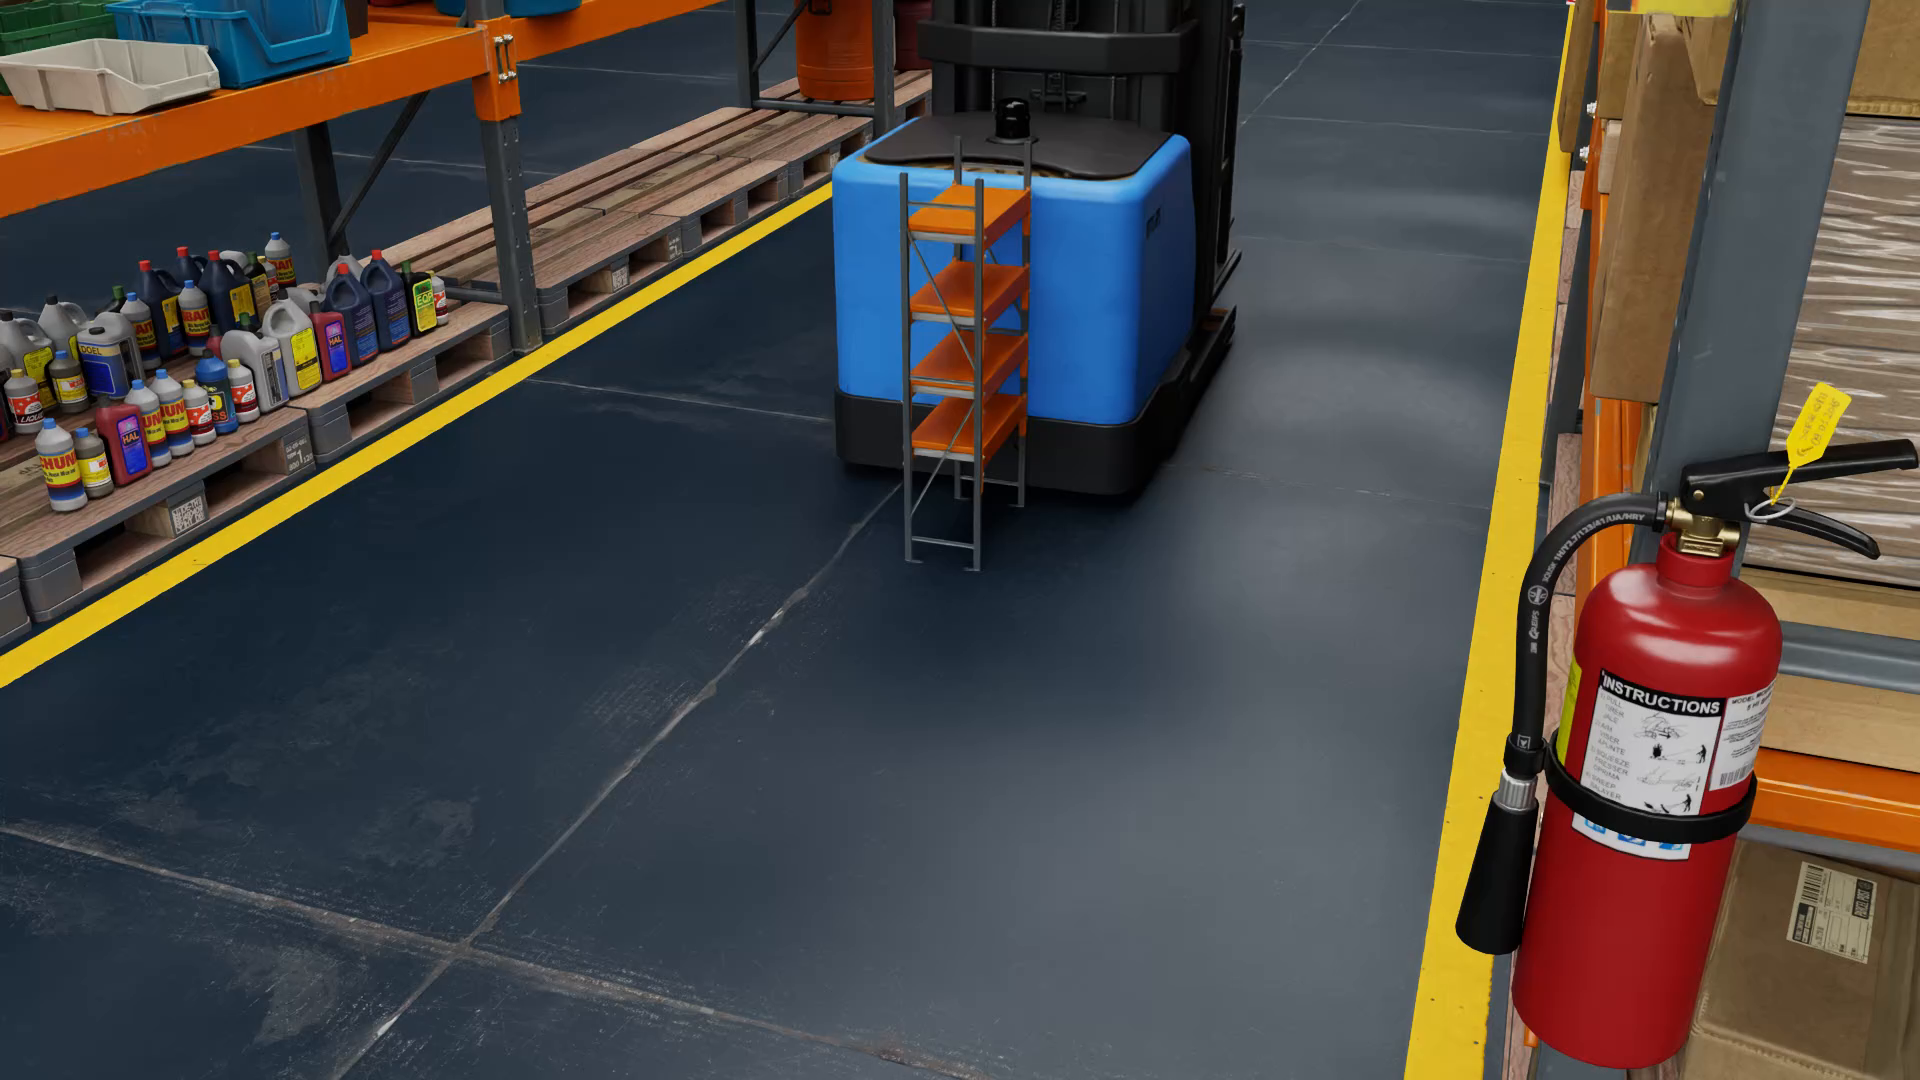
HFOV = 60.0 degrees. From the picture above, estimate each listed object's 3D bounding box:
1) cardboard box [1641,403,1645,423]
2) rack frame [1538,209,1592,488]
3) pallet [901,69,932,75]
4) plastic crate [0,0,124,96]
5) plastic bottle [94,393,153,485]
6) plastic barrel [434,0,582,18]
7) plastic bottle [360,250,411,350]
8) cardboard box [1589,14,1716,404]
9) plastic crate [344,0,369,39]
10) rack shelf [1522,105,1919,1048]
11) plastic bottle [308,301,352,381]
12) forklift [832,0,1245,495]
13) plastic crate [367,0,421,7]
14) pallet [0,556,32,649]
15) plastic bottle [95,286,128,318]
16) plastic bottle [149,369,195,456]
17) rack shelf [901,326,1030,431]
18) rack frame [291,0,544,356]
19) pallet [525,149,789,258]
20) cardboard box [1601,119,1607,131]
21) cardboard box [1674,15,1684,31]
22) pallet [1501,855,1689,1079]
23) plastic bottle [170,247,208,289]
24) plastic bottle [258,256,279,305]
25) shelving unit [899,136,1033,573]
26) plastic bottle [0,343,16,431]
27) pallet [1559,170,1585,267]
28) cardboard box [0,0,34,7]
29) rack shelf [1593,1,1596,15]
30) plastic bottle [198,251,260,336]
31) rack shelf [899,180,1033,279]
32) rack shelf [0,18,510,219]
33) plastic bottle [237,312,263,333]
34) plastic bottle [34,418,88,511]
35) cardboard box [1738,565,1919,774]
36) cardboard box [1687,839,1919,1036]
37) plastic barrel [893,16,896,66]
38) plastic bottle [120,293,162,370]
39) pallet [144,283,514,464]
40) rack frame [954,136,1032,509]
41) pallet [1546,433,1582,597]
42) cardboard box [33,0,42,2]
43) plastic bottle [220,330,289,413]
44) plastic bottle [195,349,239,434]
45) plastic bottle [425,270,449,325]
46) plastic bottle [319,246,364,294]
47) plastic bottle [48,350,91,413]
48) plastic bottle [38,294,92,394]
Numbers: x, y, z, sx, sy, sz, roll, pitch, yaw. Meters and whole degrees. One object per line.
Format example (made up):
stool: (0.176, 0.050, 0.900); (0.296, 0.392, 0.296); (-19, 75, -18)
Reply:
cardboard box: (1.233, -0.187, 2.483); (0.380, 0.149, 0.250); (9, 27, 17)
rack frame: (2.448, -1.484, 4.872); (1.000, 3.000, 0.127); (9, 27, 17)
pallet: (-0.261, -3.420, 12.072); (1.003, 0.211, 1.213); (9, 27, 17)
plastic crate: (-2.941, -1.590, 5.334); (0.450, 0.188, 0.662); (9, 27, 17)
plastic bottle: (-2.564, -0.324, 5.089); (0.061, 0.283, 0.133); (9, 27, 18)
plastic barrel: (-1.809, -2.542, 6.483); (0.600, 0.901, 0.708); (9, 27, 17)
plastic bottle: (-2.166, -0.901, 6.204); (0.144, 0.351, 0.185); (8, 27, 16)
cardboard box: (1.379, -0.464, 2.309); (0.875, 0.500, 0.500); (9, 27, 17)
plastic crate: (-2.517, -1.977, 5.963); (0.767, 0.338, 0.504); (9, 27, 17)
rack shelf: (1.782, -0.338, 3.331); (1.077, 0.370, 4.000); (9, 27, 17)
plastic bottle: (-2.244, -0.719, 5.905); (0.061, 0.283, 0.133); (11, 28, 21)
forklift: (0.513, -2.085, 6.192); (1.130, 2.935, 3.031); (8, 27, 16)
plastic crate: (-2.350, -2.474, 6.844); (0.402, 0.464, 0.583); (9, 27, 17)
pallet: (-3.298, 0.326, 4.335); (1.003, 0.211, 1.213); (9, 27, 17)
plastic bottle: (-3.040, -0.766, 6.003); (0.061, 0.283, 0.133); (10, 28, 20)
plastic bottle: (-2.510, -0.410, 5.281); (0.097, 0.271, 0.097); (0, 26, 0)
rack shelf: (0.023, -0.499, 5.058); (0.258, 0.148, 0.480); (8, 27, 16)
rack frame: (-2.223, -2.202, 6.356); (1.000, 3.000, 0.127); (9, 27, 17)
pallet: (-1.594, -1.778, 8.680); (1.003, 0.211, 1.213); (9, 27, 17)
cardboard box: (1.997, -1.225, 4.626); (0.380, 0.149, 0.250); (9, 27, 17)
cardboard box: (1.228, -0.937, 2.139); (0.500, 0.500, 0.500); (9, 27, 17)
pallet: (1.446, 1.055, 2.828); (1.003, 0.211, 1.213); (9, 27, 17)
plastic bottle: (-2.883, -0.936, 6.276); (0.144, 0.351, 0.185); (10, 27, 19)
plastic bottle: (-2.776, -1.031, 6.644); (0.097, 0.201, 0.097); (0, 26, 0)
shelving unit: (0.023, -0.559, 5.029); (0.258, 1.200, 0.503); (8, 27, 16)
plastic bottle: (-3.200, -0.505, 5.472); (0.152, 0.276, 0.135); (8, 27, 16)
pallet: (3.517, -1.551, 8.212); (1.003, 0.211, 1.213); (9, 27, 17)
cardboard box: (-6.180, -3.380, 10.818); (0.500, 0.311, 0.500); (8, 27, 16)
rack shelf: (4.444, -3.625, 10.121); (1.077, 0.370, 4.000); (9, 27, 17)
plastic bottle: (-2.747, -0.915, 6.233); (0.144, 0.351, 0.185); (9, 27, 17)
rack shelf: (0.023, -0.913, 4.857); (0.258, 0.148, 0.480); (8, 27, 16)
rack shelf: (-2.889, -1.056, 4.815); (1.077, 0.370, 4.000); (9, 27, 17)
plastic bottle: (-2.442, -0.664, 5.791); (0.061, 0.283, 0.133); (9, 27, 17)
plastic bottle: (-2.657, -0.228, 4.905); (0.097, 0.271, 0.097); (0, 26, 0)
cardboard box: (1.017, 0.126, 1.836); (0.380, 0.149, 0.250); (9, 27, 17)
cardboard box: (1.507, 0.591, 2.973); (0.500, 0.500, 0.500); (17, 30, 31)
plastic barrel: (-0.642, -3.363, 11.128); (0.421, 0.512, 0.421); (0, 26, 0)
plastic bottle: (-2.959, -0.757, 5.997); (0.097, 0.271, 0.097); (0, 26, 0)
pallet: (-2.486, -0.677, 6.406); (1.003, 0.211, 1.213); (9, 27, 17)
rack frame: (0.098, -0.661, 5.238); (0.240, 1.200, 0.015); (8, 27, 16)
pallet: (2.257, 0.053, 4.899); (1.003, 0.211, 1.213); (9, 27, 17)
cardboard box: (-5.671, -3.304, 10.661); (0.500, 0.311, 0.500); (8, 27, 17)
plastic bottle: (-2.395, -0.590, 5.647); (0.152, 0.276, 0.135); (9, 27, 18)
plastic bottle: (-2.442, -0.493, 5.453); (0.097, 0.271, 0.097); (0, 26, 0)
plastic bottle: (-2.050, -0.946, 6.468); (0.097, 0.201, 0.097); (0, 26, 0)
plastic bottle: (-2.301, -0.922, 6.247); (0.144, 0.351, 0.185); (9, 27, 17)
plastic bottle: (-3.021, -0.541, 5.631); (0.097, 0.201, 0.097); (0, 26, 0)
plastic bottle: (-3.087, -0.684, 5.755); (0.144, 0.351, 0.185); (9, 27, 17)
